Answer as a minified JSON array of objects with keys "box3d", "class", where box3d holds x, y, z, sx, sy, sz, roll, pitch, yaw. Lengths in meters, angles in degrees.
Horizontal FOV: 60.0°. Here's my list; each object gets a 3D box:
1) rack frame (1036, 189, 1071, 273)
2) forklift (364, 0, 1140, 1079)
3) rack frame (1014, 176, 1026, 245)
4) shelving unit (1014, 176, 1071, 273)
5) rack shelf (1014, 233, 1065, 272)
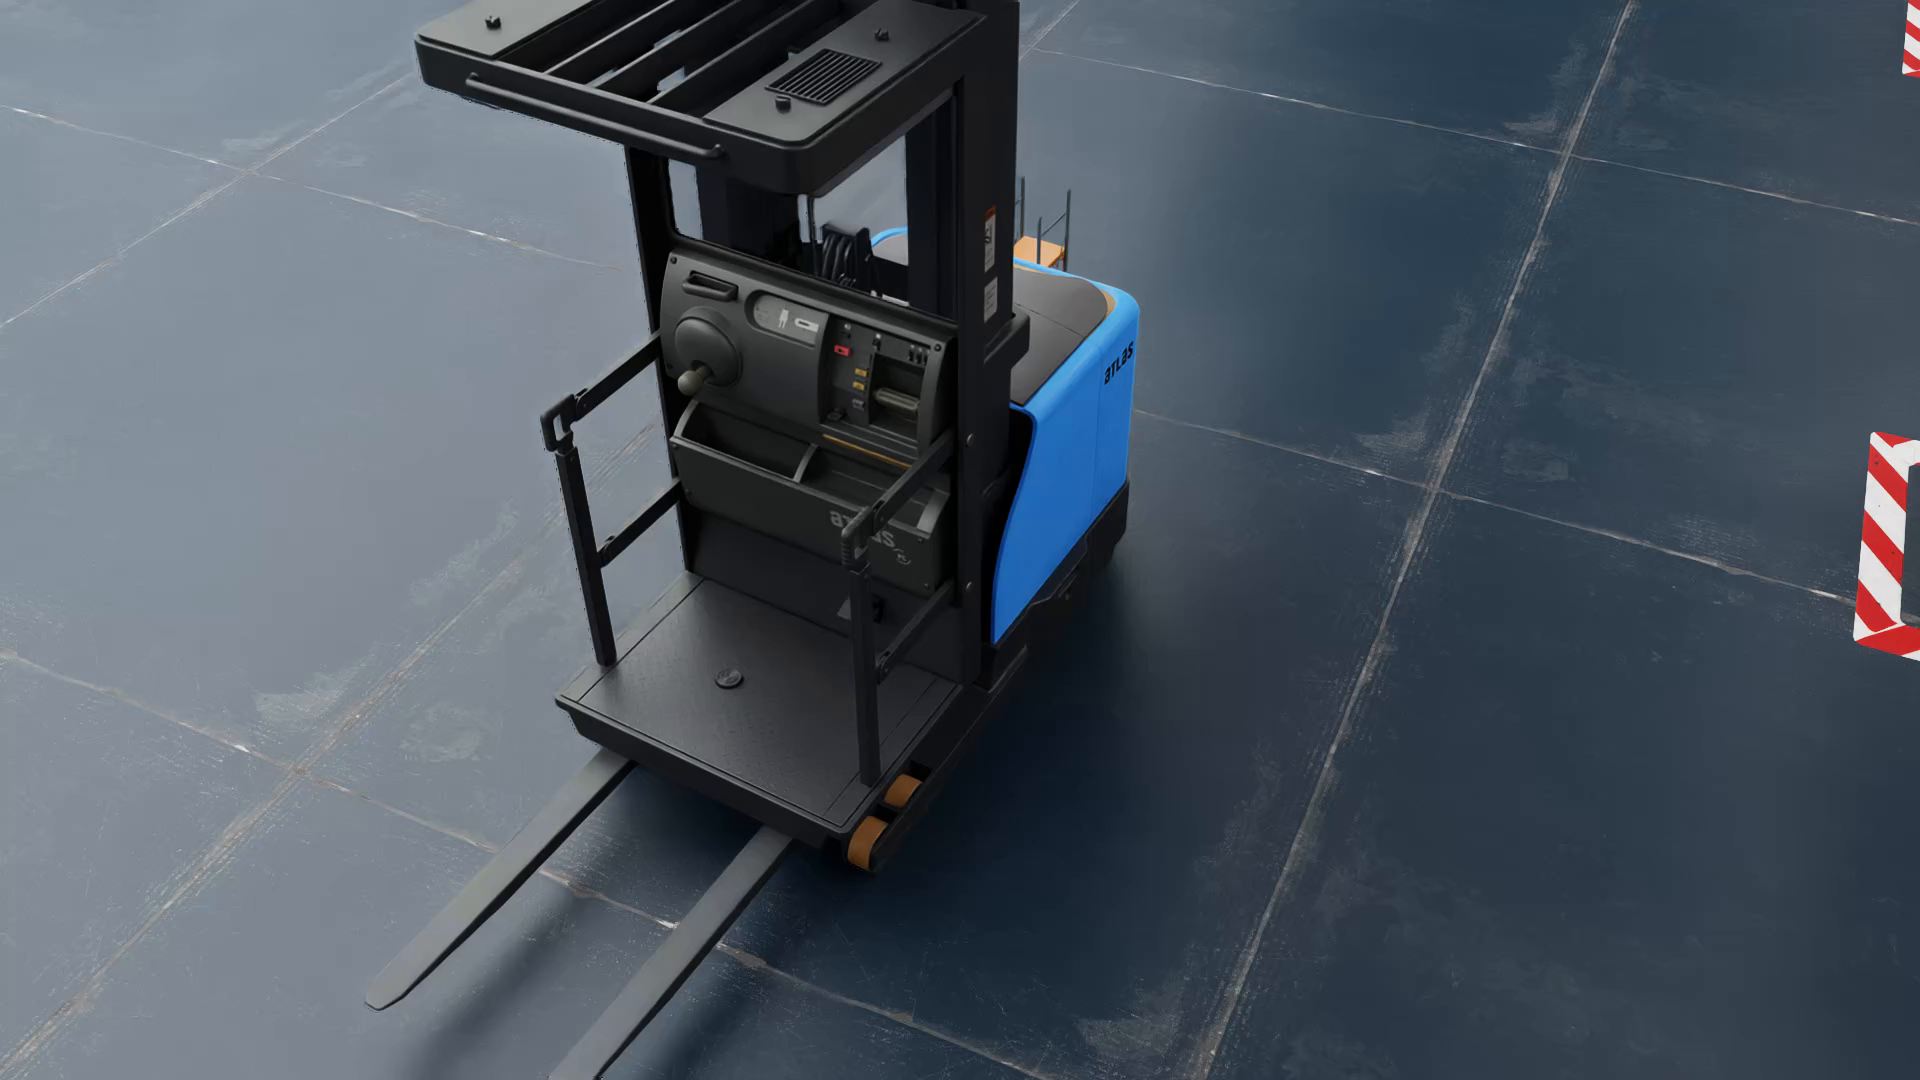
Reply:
[{"box3d":[0.329,-0.713,6.156,0.006,1.200,0.240,21,45,22],"class":"rack frame"},{"box3d":[-0.558,-0.445,4.525,1.130,2.935,3.031,21,45,22],"class":"forklift"},{"box3d":[0.170,-0.773,6.226,0.006,1.200,0.240,21,45,22],"class":"rack frame"},{"box3d":[0.250,-0.743,6.191,0.189,1.200,0.258,21,45,22],"class":"shelving unit"},{"box3d":[0.250,-0.981,5.984,0.180,0.103,0.258,21,45,22],"class":"rack shelf"}]
